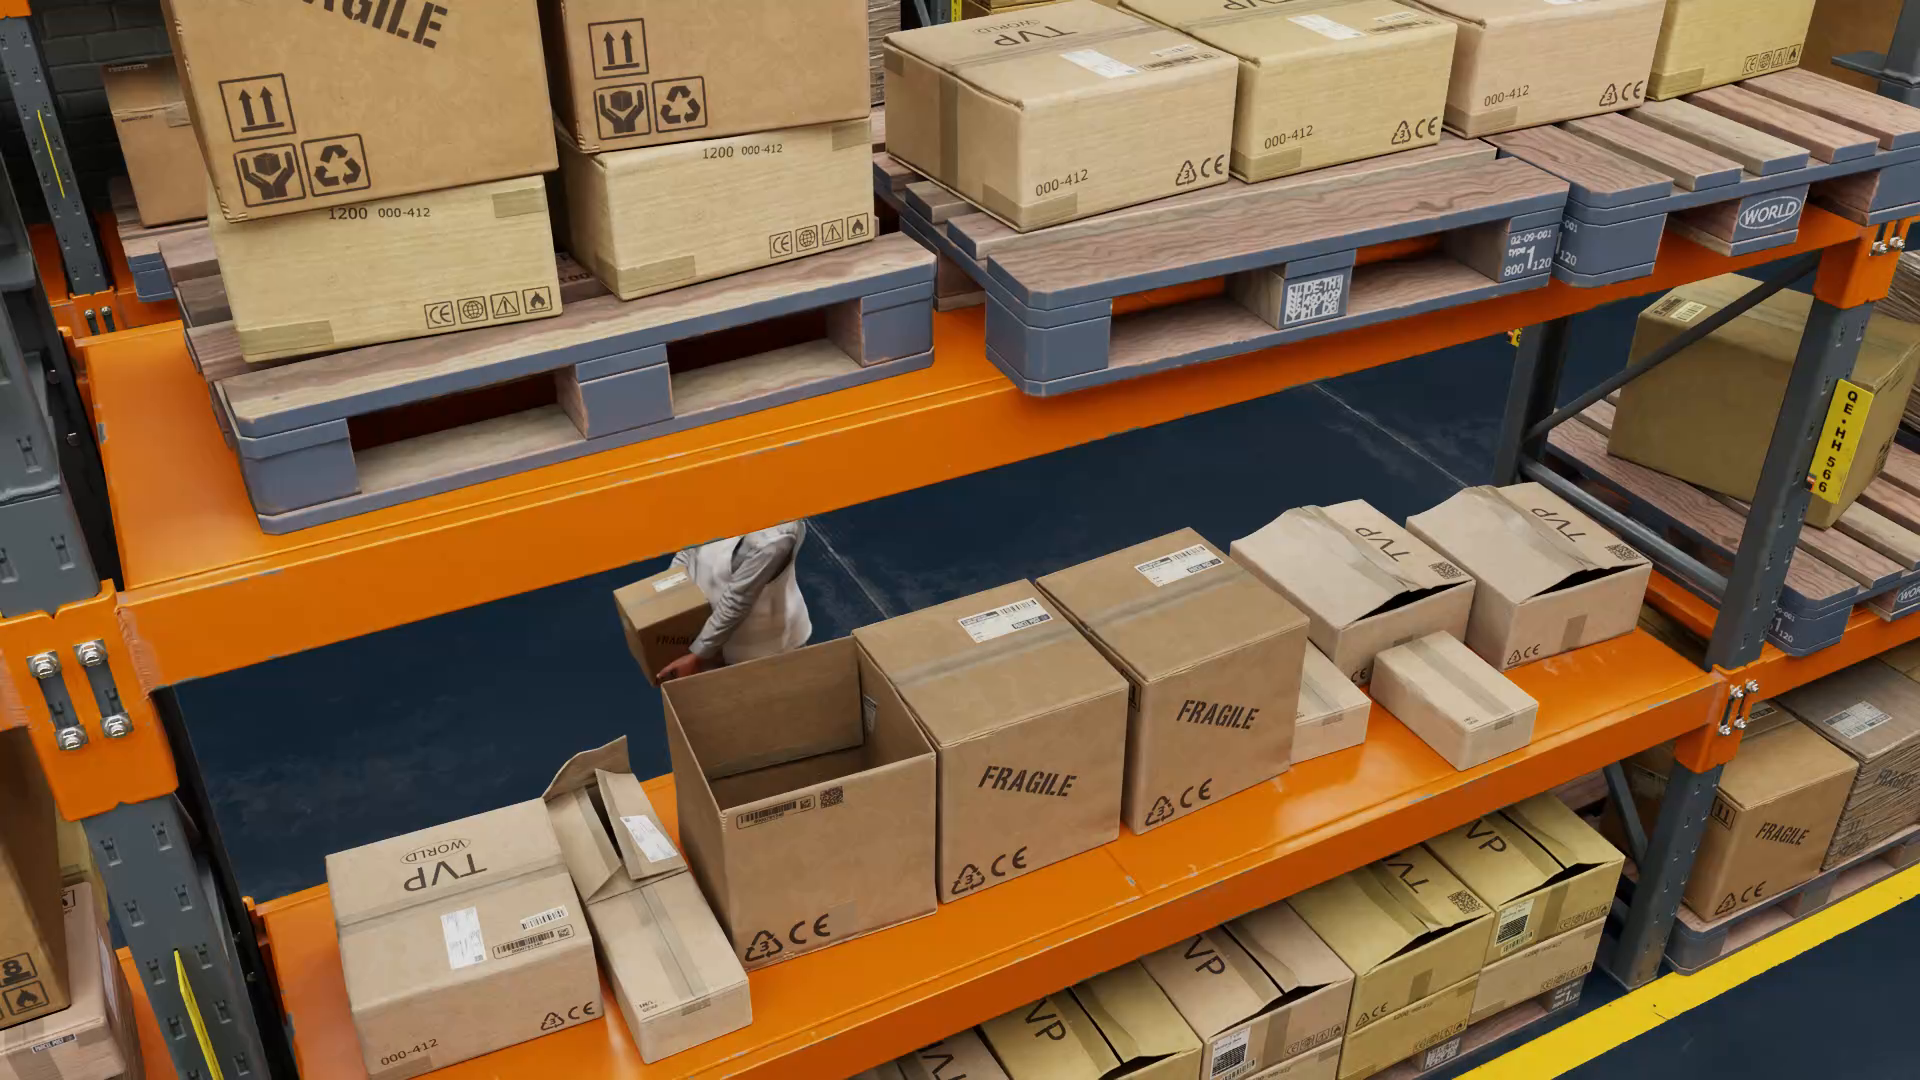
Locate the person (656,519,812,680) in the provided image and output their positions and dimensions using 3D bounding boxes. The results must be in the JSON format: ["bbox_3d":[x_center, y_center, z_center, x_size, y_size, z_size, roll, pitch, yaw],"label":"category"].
[{"bbox_3d":[-0.799,0.338,5.596,0.550,1.771,0.455,-16,36,-23],"label":"person"}]
